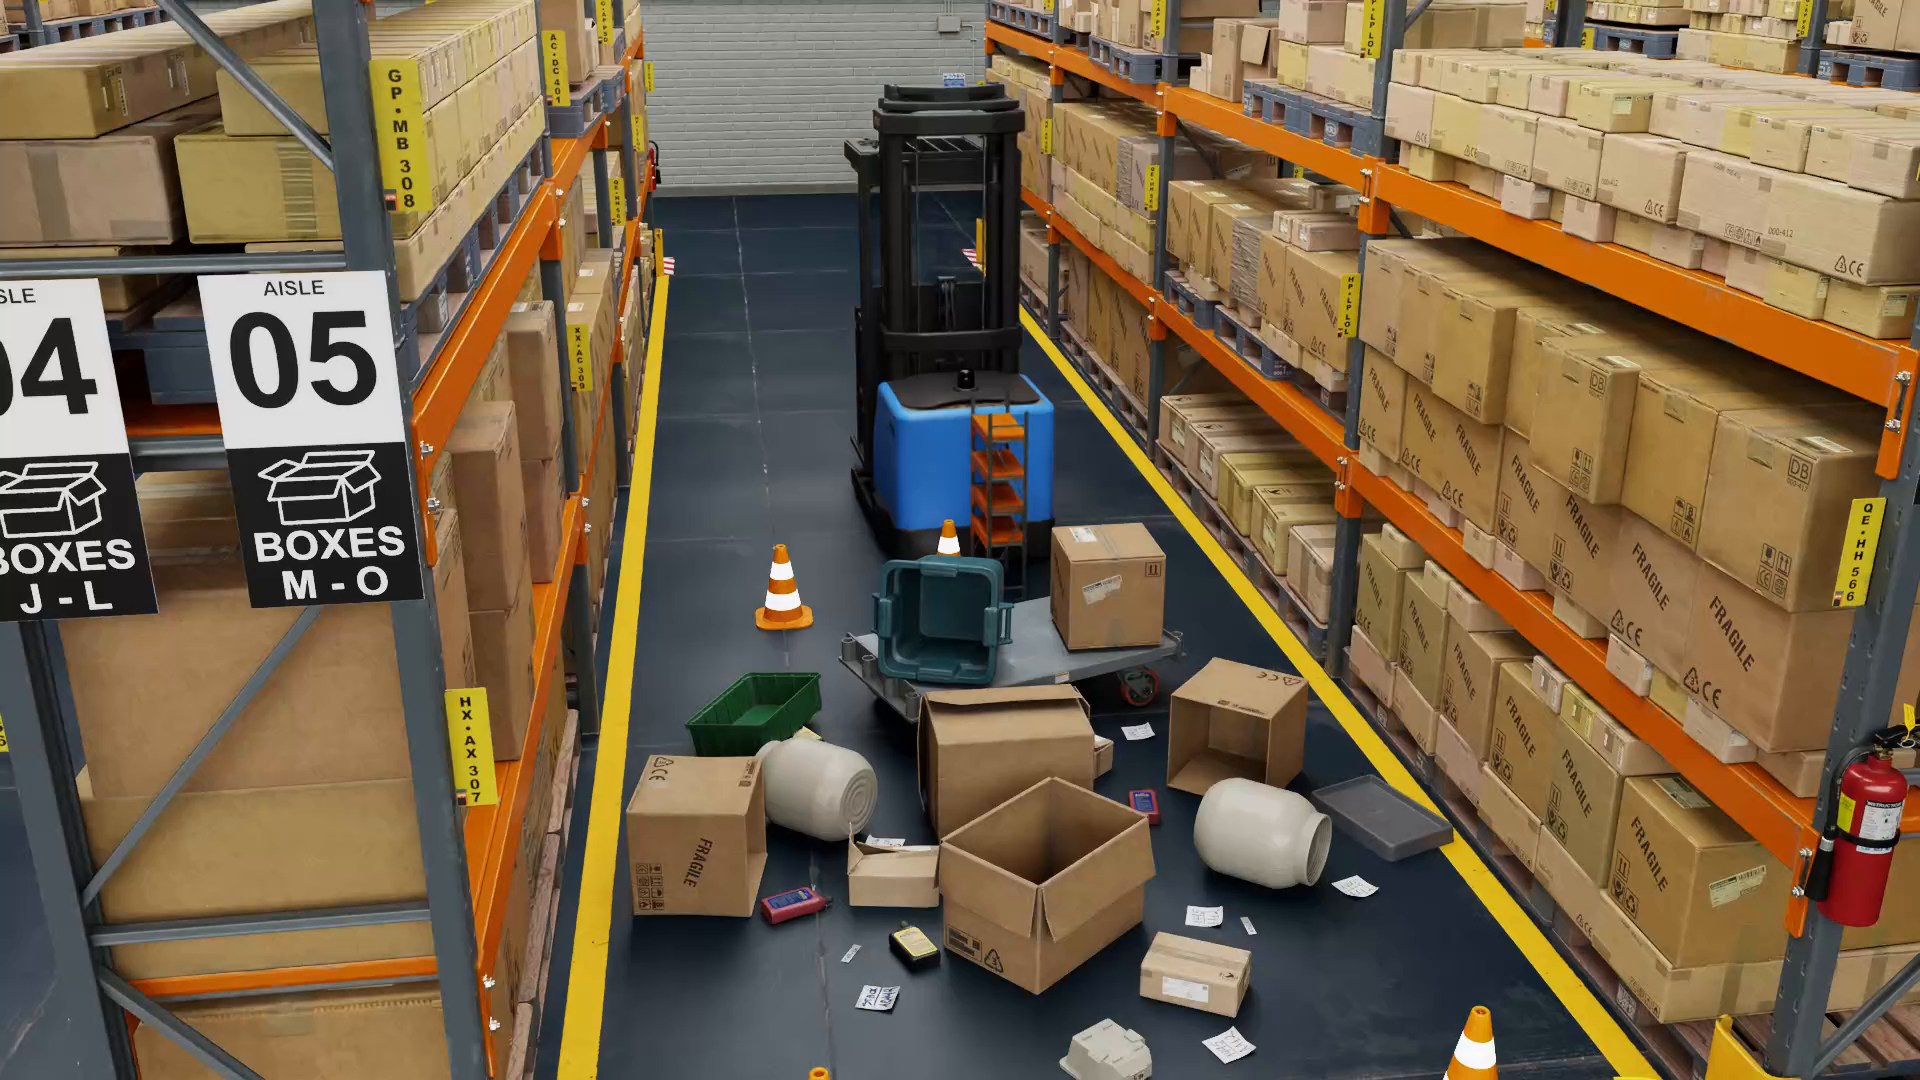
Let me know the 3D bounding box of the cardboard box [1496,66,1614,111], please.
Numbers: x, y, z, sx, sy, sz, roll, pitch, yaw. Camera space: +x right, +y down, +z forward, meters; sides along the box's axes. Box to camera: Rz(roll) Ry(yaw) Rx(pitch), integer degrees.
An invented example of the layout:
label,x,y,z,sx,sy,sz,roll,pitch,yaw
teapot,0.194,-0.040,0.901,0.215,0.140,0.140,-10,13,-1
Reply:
label,x,y,z,sx,sy,sz,roll,pitch,yaw
cardboard box,2.444,-1.858,6.837,0.380,0.149,0.250,-4,21,-10

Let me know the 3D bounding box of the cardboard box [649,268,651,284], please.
label,x,y,z,sx,sy,sz,roll,pitch,yaw
cardboard box,-3.565,-2.889,18.138,0.380,0.149,0.250,-4,21,-10

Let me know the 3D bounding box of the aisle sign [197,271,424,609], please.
label,x,y,z,sx,sy,sz,roll,pitch,yaw
aisle sign,-1.471,-0.218,3.797,0.394,0.787,0.004,-3,21,-8

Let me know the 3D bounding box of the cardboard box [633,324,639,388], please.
label,x,y,z,sx,sy,sz,roll,pitch,yaw
cardboard box,-3.008,-1.591,14.161,0.500,0.500,0.500,-3,21,-9

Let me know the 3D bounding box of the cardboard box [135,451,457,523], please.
label,x,y,z,sx,sy,sz,roll,pitch,yaw
cardboard box,-1.964,0.098,4.908,0.875,0.550,0.550,-3,21,-8

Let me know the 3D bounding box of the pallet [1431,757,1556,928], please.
label,x,y,z,sx,sy,sz,roll,pitch,yaw
pallet,2.840,1.281,7.484,1.003,0.211,1.213,-3,21,-8

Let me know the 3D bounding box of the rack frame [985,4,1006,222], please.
label,x,y,z,sx,sy,sz,roll,pitch,yaw
rack frame,0.800,-4.834,19.871,1.000,3.000,0.127,-3,21,-8

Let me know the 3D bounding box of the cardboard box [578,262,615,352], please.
label,x,y,z,sx,sy,sz,roll,pitch,yaw
cardboard box,-2.530,-1.511,10.831,0.500,0.500,0.500,-3,21,-8

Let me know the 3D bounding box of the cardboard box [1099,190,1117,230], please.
label,x,y,z,sx,sy,sz,roll,pitch,yaw
cardboard box,1.460,-2.736,13.755,0.500,0.250,0.500,-3,21,-9

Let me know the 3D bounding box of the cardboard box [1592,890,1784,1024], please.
label,x,y,z,sx,sy,sz,roll,pitch,yaw
cardboard box,2.720,1.523,6.182,0.500,0.250,0.500,-3,21,-8

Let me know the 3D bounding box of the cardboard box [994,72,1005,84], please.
label,x,y,z,sx,sy,sz,roll,pitch,yaw
cardboard box,0.668,-4.990,18.717,0.500,0.500,0.500,-3,21,-9

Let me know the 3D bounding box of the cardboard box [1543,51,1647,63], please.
label,x,y,z,sx,sy,sz,roll,pitch,yaw
cardboard box,2.904,-2.155,7.631,0.380,0.149,0.250,-3,21,-9

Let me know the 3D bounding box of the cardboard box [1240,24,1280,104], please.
label,x,y,z,sx,sy,sz,roll,pitch,yaw
cardboard box,2.201,-2.991,10.502,0.797,0.503,0.637,-3,21,-8

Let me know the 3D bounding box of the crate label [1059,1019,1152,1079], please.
label,x,y,z,sx,sy,sz,roll,pitch,yaw
crate label,0.543,1.868,6.019,0.250,0.136,0.298,-15,25,-35

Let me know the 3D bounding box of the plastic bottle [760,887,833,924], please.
label,x,y,z,sx,sy,sz,roll,pitch,yaw
plastic bottle,-0.687,1.534,7.022,0.283,0.061,0.133,-11,23,-26

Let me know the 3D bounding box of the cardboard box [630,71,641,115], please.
label,x,y,z,sx,sy,sz,roll,pitch,yaw
cardboard box,-3.536,-4.520,17.033,0.500,0.500,0.500,-4,21,-10

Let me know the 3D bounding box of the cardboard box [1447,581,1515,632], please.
label,x,y,z,sx,sy,sz,roll,pitch,yaw
cardboard box,2.423,0.292,7.477,0.380,0.149,0.250,-2,21,-5

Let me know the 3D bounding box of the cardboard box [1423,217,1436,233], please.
label,x,y,z,sx,sy,sz,roll,pitch,yaw
cardboard box,5.790,-3.597,19.531,0.700,0.500,0.500,-2,21,-6

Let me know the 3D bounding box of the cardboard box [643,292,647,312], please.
label,x,y,z,sx,sy,sz,roll,pitch,yaw
cardboard box,-3.243,-2.306,16.153,0.380,0.149,0.250,-2,21,-5

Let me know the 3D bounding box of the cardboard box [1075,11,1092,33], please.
label,x,y,z,sx,sy,sz,roll,pitch,yaw
cardboard box,1.212,-4.486,14.385,0.380,0.166,0.250,-4,21,-11

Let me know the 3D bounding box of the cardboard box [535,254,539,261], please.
label,x,y,z,sx,sy,sz,roll,pitch,yaw
cardboard box,-2.508,-1.259,8.728,0.700,0.500,0.500,-3,21,-9

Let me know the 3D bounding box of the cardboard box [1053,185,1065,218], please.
label,x,y,z,sx,sy,sz,roll,pitch,yaw
cardboard box,1.178,-3.213,15.746,0.500,0.250,0.500,-3,21,-9

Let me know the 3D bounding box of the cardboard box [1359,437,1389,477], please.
label,x,y,z,sx,sy,sz,roll,pitch,yaw
cardboard box,2.257,-0.436,8.455,0.380,0.149,0.250,-3,21,-8

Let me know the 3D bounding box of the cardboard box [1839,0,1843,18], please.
label,x,y,z,sx,sy,sz,roll,pitch,yaw
cardboard box,7.077,-4.207,13.126,0.380,0.149,0.250,-3,21,-7

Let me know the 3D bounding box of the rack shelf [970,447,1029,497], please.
label,x,y,z,sx,sy,sz,roll,pitch,yaw
rack shelf,0.237,-0.419,10.175,0.258,0.148,0.480,-4,21,-11

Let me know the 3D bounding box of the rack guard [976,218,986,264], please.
label,x,y,z,sx,sy,sz,roll,pitch,yaw
rack guard,0.796,-3.671,20.331,1.175,0.500,0.348,-3,21,-8

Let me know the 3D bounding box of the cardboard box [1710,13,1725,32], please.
label,x,y,z,sx,sy,sz,roll,pitch,yaw
cardboard box,6.478,-4.304,13.809,0.380,0.149,0.250,-3,21,-7

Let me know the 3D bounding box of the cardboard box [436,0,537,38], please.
label,x,y,z,sx,sy,sz,roll,pitch,yaw
cardboard box,-1.986,-2.188,6.977,0.380,0.149,0.250,-3,21,-8

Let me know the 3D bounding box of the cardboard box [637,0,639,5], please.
label,x,y,z,sx,sy,sz,roll,pitch,yaw
cardboard box,-3.766,-5.972,18.130,0.500,0.250,0.500,-4,21,-9

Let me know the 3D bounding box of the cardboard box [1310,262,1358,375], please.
label,x,y,z,sx,sy,sz,roll,pitch,yaw
cardboard box,2.236,-1.210,9.001,0.500,0.500,0.500,-3,21,-9

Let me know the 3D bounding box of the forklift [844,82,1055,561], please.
label,x,y,z,sx,sy,sz,roll,pitch,yaw
forklift,-0.184,-1.689,11.549,1.130,2.935,3.031,-4,21,-11

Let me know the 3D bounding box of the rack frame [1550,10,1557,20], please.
label,x,y,z,sx,sy,sz,roll,pitch,yaw
rack frame,6.287,-6.511,15.787,1.000,3.000,0.127,-3,21,-8

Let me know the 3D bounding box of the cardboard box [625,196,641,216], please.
label,x,y,z,sx,sy,sz,roll,pitch,yaw
cardboard box,-3.225,-3.161,15.752,0.380,0.149,0.250,-2,21,-6

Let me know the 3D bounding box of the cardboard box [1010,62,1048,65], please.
label,x,y,z,sx,sy,sz,roll,pitch,yaw
cardboard box,0.755,-5.155,18.231,0.380,0.149,0.250,-3,21,-7

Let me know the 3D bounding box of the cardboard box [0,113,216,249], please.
label,x,y,z,sx,sy,sz,roll,pitch,yaw
cardboard box,-2.125,-0.883,4.051,0.500,0.250,0.500,-3,21,-7

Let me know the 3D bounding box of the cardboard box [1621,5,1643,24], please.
label,x,y,z,sx,sy,sz,roll,pitch,yaw
cardboard box,6.114,-4.666,14.751,0.380,0.149,0.250,-2,21,-6

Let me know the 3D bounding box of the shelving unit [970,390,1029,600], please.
label,x,y,z,sx,sy,sz,roll,pitch,yaw
shelving unit,0.237,-0.272,10.230,0.258,1.200,0.503,-4,21,-11

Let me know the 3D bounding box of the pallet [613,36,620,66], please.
label,x,y,z,sx,sy,sz,roll,pitch,yaw
pallet,-3.371,-3.903,13.361,1.213,0.211,1.003,-3,21,-8

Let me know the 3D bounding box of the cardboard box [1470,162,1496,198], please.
label,x,y,z,sx,sy,sz,roll,pitch,yaw
cardboard box,2.456,-1.584,7.241,0.380,0.149,0.250,-2,21,-6

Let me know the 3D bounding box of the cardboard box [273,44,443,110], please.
label,x,y,z,sx,sy,sz,roll,pitch,yaw
cardboard box,-1.583,-1.221,4.387,0.380,0.149,0.250,-3,21,-9

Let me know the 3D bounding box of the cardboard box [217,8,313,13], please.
label,x,y,z,sx,sy,sz,roll,pitch,yaw
cardboard box,-2.527,-1.892,6.184,0.380,0.149,0.250,-3,21,-9

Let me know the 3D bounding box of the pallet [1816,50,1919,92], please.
label,x,y,z,sx,sy,sz,roll,pitch,yaw
pallet,7.050,-3.402,12.020,1.213,0.211,1.003,-2,21,-5

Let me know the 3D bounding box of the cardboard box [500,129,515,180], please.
label,x,y,z,sx,sy,sz,roll,pitch,yaw
cardboard box,-1.800,-1.374,5.938,0.380,0.149,0.250,-3,21,-8

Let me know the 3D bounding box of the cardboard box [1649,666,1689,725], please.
label,x,y,z,sx,sy,sz,roll,pitch,yaw
cardboard box,2.678,0.533,5.861,0.380,0.149,0.250,-3,21,-9

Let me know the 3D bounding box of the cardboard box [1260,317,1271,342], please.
label,x,y,z,sx,sy,sz,roll,pitch,yaw
cardboard box,2.049,-1.276,10.105,0.380,0.149,0.250,-3,21,-8

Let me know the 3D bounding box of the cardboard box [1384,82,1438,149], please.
label,x,y,z,sx,sy,sz,roll,pitch,yaw
cardboard box,2.322,-1.987,7.751,0.500,0.250,0.500,-3,21,-9

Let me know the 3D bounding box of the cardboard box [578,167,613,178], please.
label,x,y,z,sx,sy,sz,roll,pitch,yaw
cardboard box,-3.112,-3.034,13.961,0.380,0.149,0.250,-4,21,-10

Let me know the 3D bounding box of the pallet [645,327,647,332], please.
label,x,y,z,sx,sy,sz,roll,pitch,yaw
pallet,-3.639,-2.089,16.506,1.003,0.211,1.213,-3,21,-8

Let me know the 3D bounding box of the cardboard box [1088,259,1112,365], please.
label,x,y,z,sx,sy,sz,roll,pitch,yaw
cardboard box,1.683,-2.127,15.061,0.875,0.875,0.875,-2,21,-6

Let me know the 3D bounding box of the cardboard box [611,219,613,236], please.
label,x,y,z,sx,sy,sz,roll,pitch,yaw
cardboard box,-2.989,-2.482,13.334,0.380,0.149,0.250,-3,21,-7

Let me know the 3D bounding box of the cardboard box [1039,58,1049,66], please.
label,x,y,z,sx,sy,sz,roll,pitch,yaw
cardboard box,1.110,-5.452,19.027,0.380,0.149,0.250,-3,21,-7

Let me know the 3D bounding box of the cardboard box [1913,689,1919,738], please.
label,x,y,z,sx,sy,sz,roll,pitch,yaw
cardboard box,3.312,0.342,5.446,0.500,0.500,0.500,-3,21,-9

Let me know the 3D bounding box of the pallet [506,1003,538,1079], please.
label,x,y,z,sx,sy,sz,roll,pitch,yaw
pallet,-1.970,2.024,5.495,1.003,0.211,1.213,-3,21,-8

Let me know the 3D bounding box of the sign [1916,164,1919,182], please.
label,x,y,z,sx,sy,sz,roll,pitch,yaw
sign,2.554,-1.093,4.303,0.100,0.325,0.005,-3,21,-8

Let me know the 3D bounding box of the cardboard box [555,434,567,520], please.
label,x,y,z,sx,sy,sz,roll,pitch,yaw
cardboard box,-2.289,-0.337,7.618,0.875,0.550,0.550,-3,21,-8

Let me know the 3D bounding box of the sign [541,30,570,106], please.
label,x,y,z,sx,sy,sz,roll,pitch,yaw
sign,-1.805,-2.107,7.432,0.100,0.325,0.005,-3,21,-8

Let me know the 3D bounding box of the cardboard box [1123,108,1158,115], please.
label,x,y,z,sx,sy,sz,roll,pitch,yaw
cardboard box,1.771,-3.643,15.112,0.500,0.500,0.500,-3,21,-7

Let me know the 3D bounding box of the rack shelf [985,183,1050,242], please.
label,x,y,z,sx,sy,sz,roll,pitch,yaw
rack shelf,1.088,-3.804,18.143,1.077,0.370,4.000,-3,21,-8
